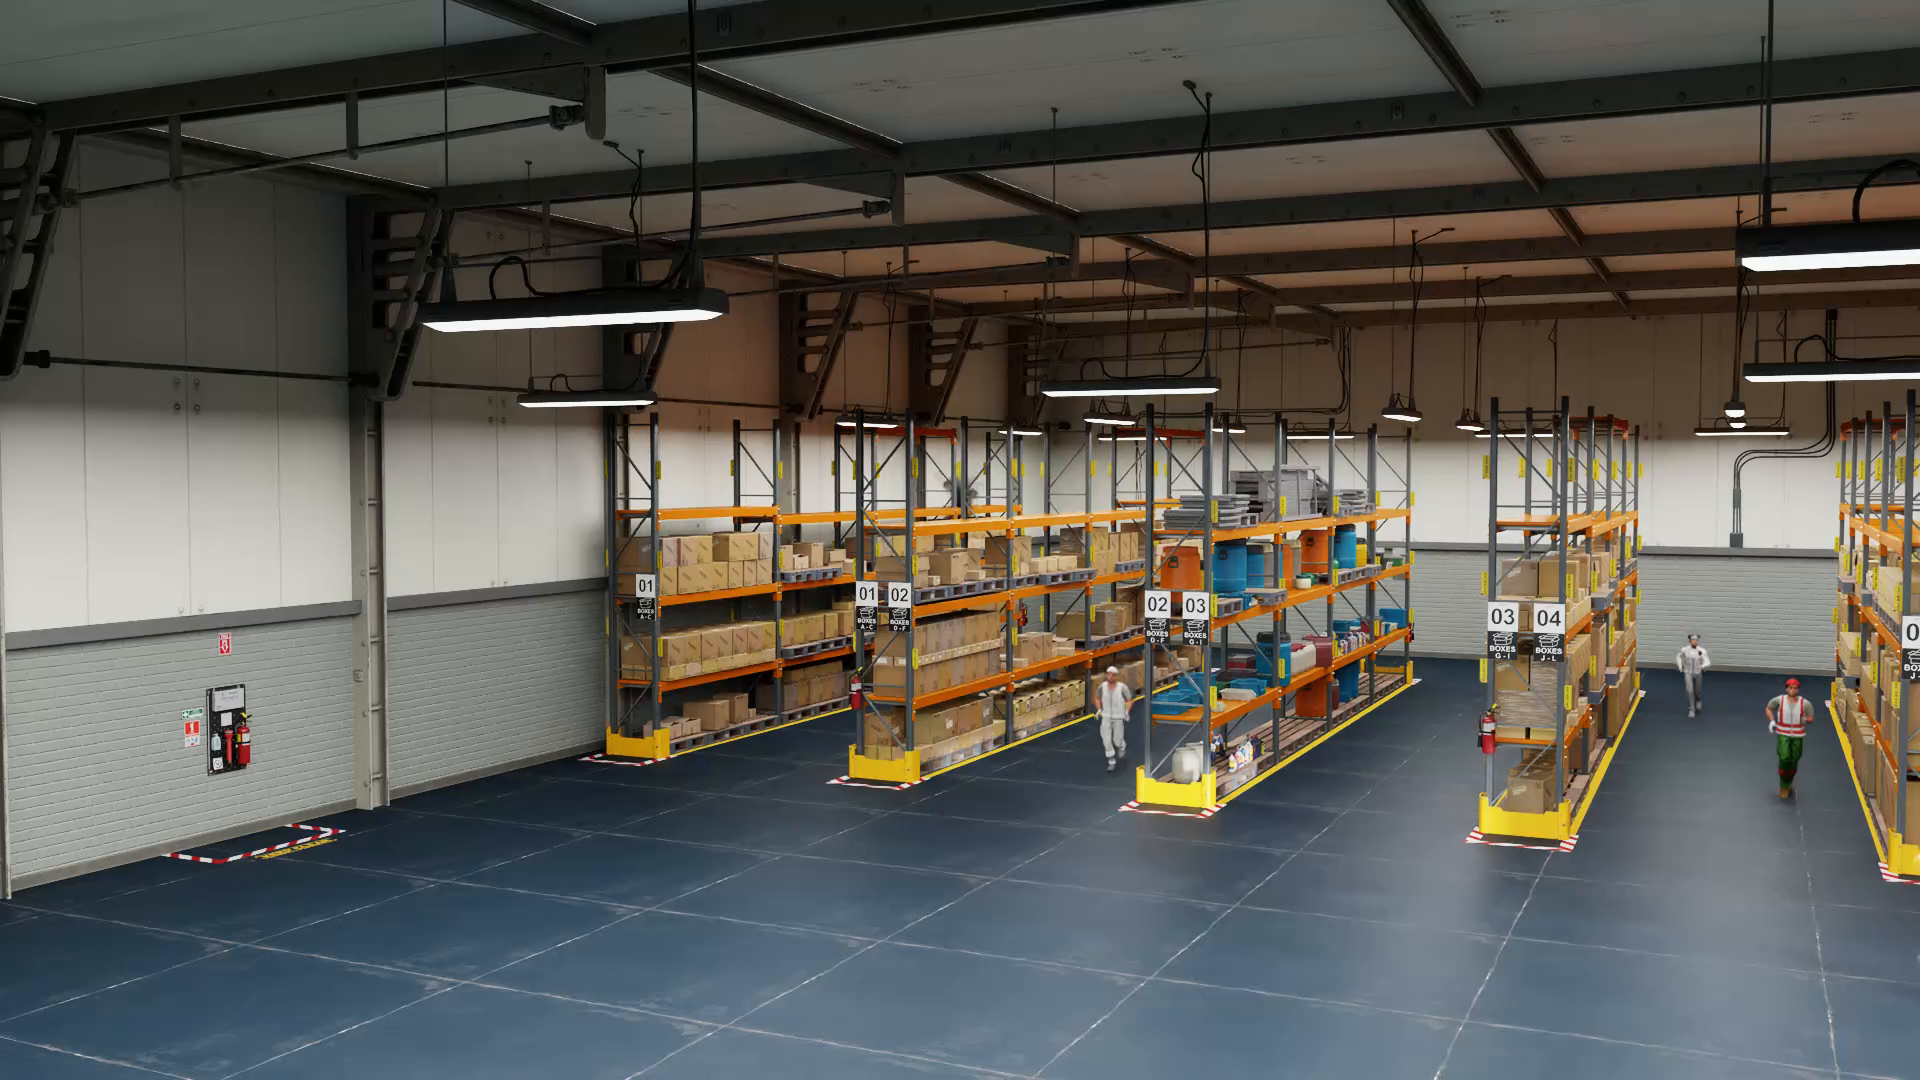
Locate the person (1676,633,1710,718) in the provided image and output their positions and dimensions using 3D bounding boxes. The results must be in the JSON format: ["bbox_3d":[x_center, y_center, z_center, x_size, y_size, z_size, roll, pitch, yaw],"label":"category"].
[{"bbox_3d":[14.930,2.737,33.872,0.629,1.701,0.893,1,3,22],"label":"person"}]

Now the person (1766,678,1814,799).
[{"bbox_3d":[12.737,3.040,25.499,0.632,1.846,0.784,1,3,17],"label":"person"}]

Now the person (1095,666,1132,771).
[{"bbox_3d":[2.576,2.967,27.885,0.638,1.734,0.653,1,3,17],"label":"person"}]
